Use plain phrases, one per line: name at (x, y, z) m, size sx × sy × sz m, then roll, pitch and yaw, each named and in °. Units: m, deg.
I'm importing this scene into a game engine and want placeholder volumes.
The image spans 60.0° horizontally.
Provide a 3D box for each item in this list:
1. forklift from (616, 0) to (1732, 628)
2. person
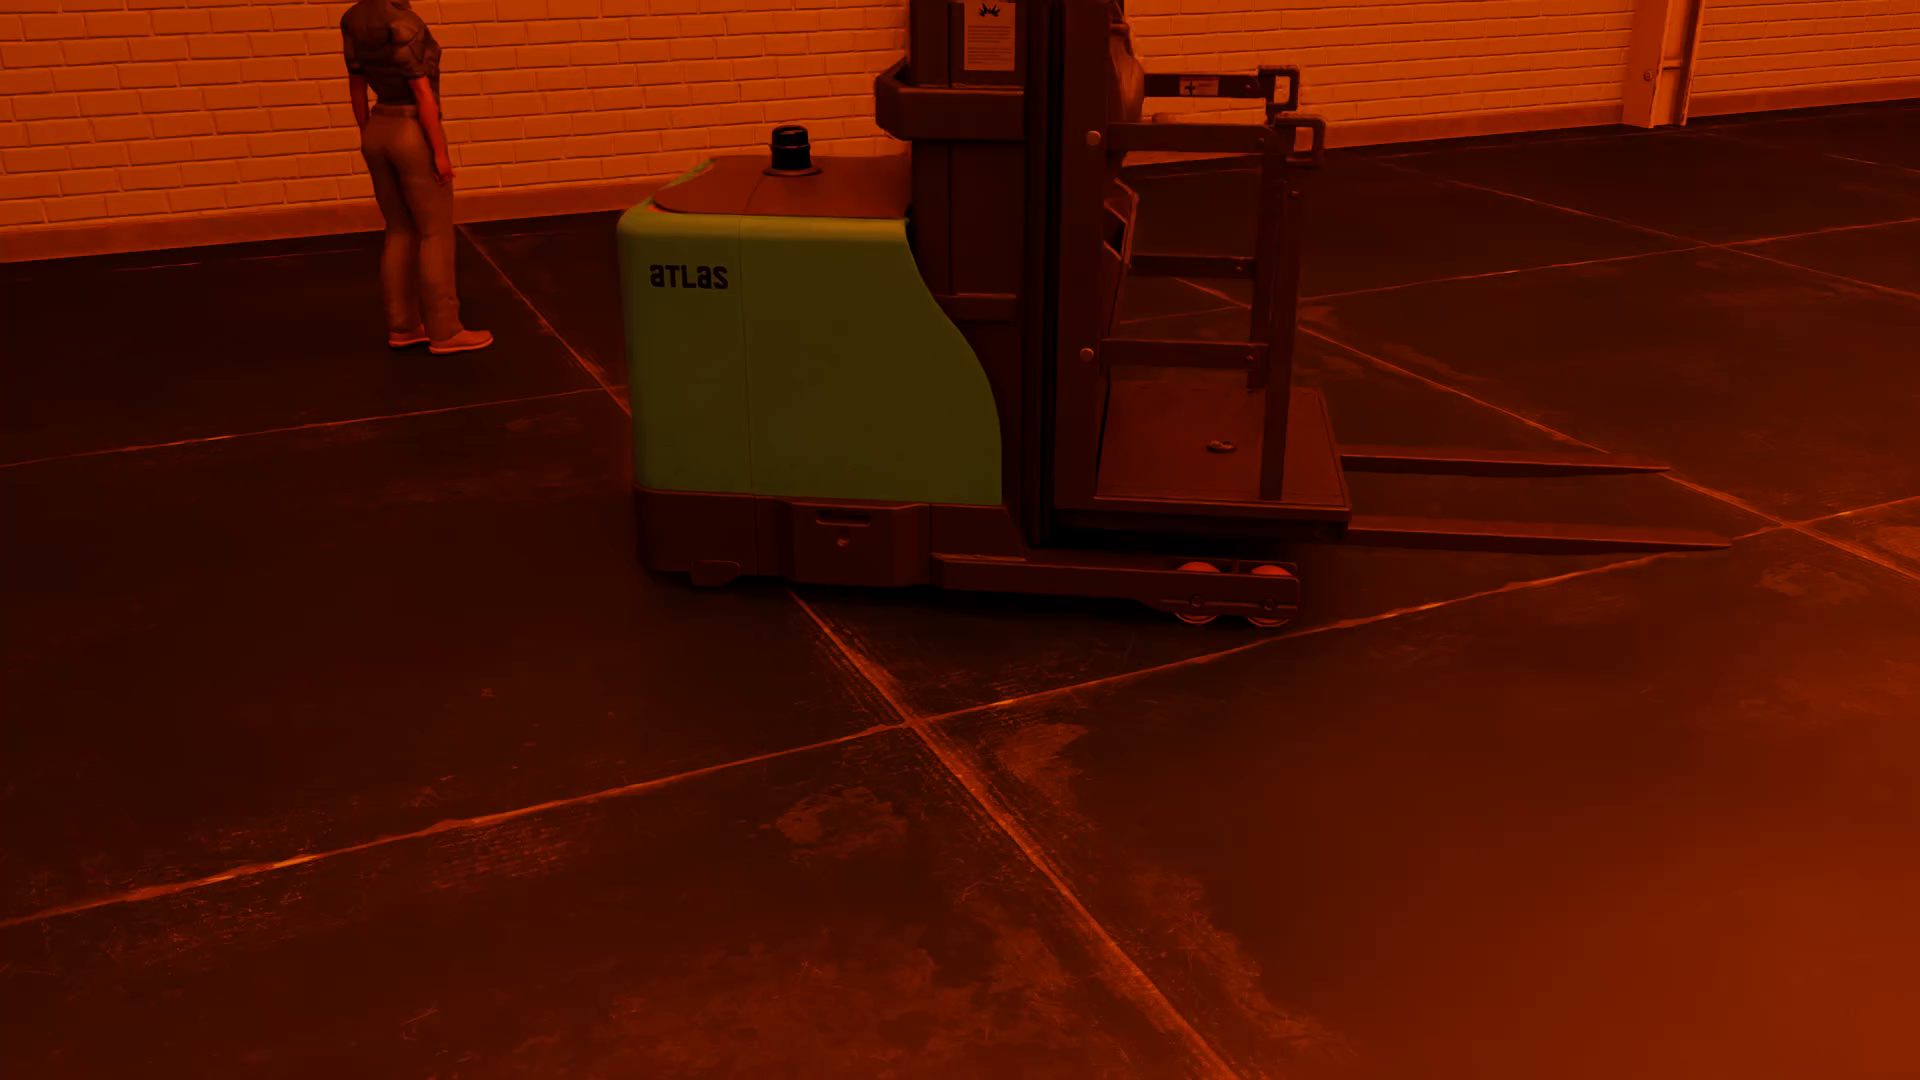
forklift at (0.625, -1.331, 4.491) m, size 3.031 × 2.935 × 1.130 m, roll 3°, pitch 23°, yaw 7°
person at (-2.242, -1.600, 6.800) m, size 0.475 × 1.663 × 0.335 m, roll 15°, pitch 27°, yaw 31°
